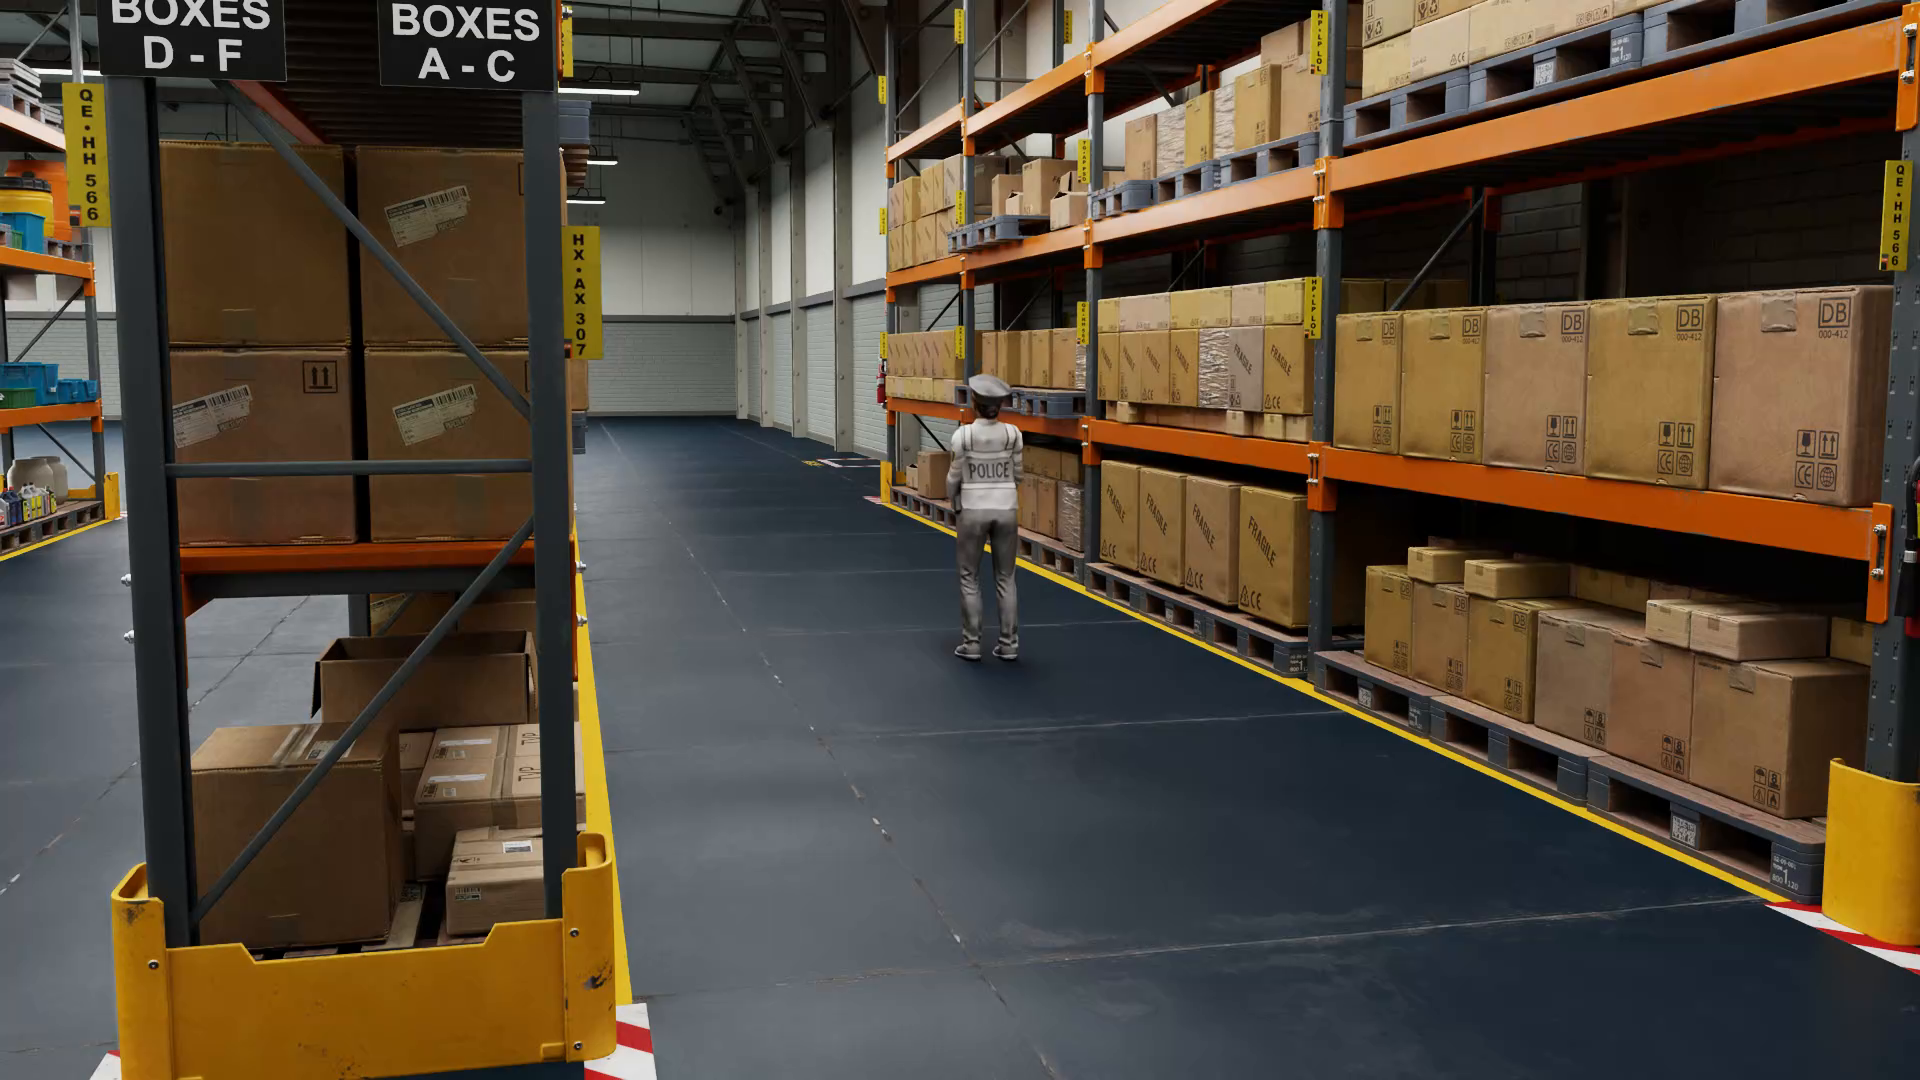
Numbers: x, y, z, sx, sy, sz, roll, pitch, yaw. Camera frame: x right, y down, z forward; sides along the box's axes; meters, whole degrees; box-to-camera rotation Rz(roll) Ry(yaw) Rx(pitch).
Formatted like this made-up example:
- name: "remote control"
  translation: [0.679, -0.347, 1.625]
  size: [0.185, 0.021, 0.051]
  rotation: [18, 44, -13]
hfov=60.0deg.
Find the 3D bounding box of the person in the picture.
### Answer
- name: "person"
  translation: [0.144, -0.137, 9.827]
  size: [0.459, 1.686, 0.563]
  rotation: [-1, 6, -13]
